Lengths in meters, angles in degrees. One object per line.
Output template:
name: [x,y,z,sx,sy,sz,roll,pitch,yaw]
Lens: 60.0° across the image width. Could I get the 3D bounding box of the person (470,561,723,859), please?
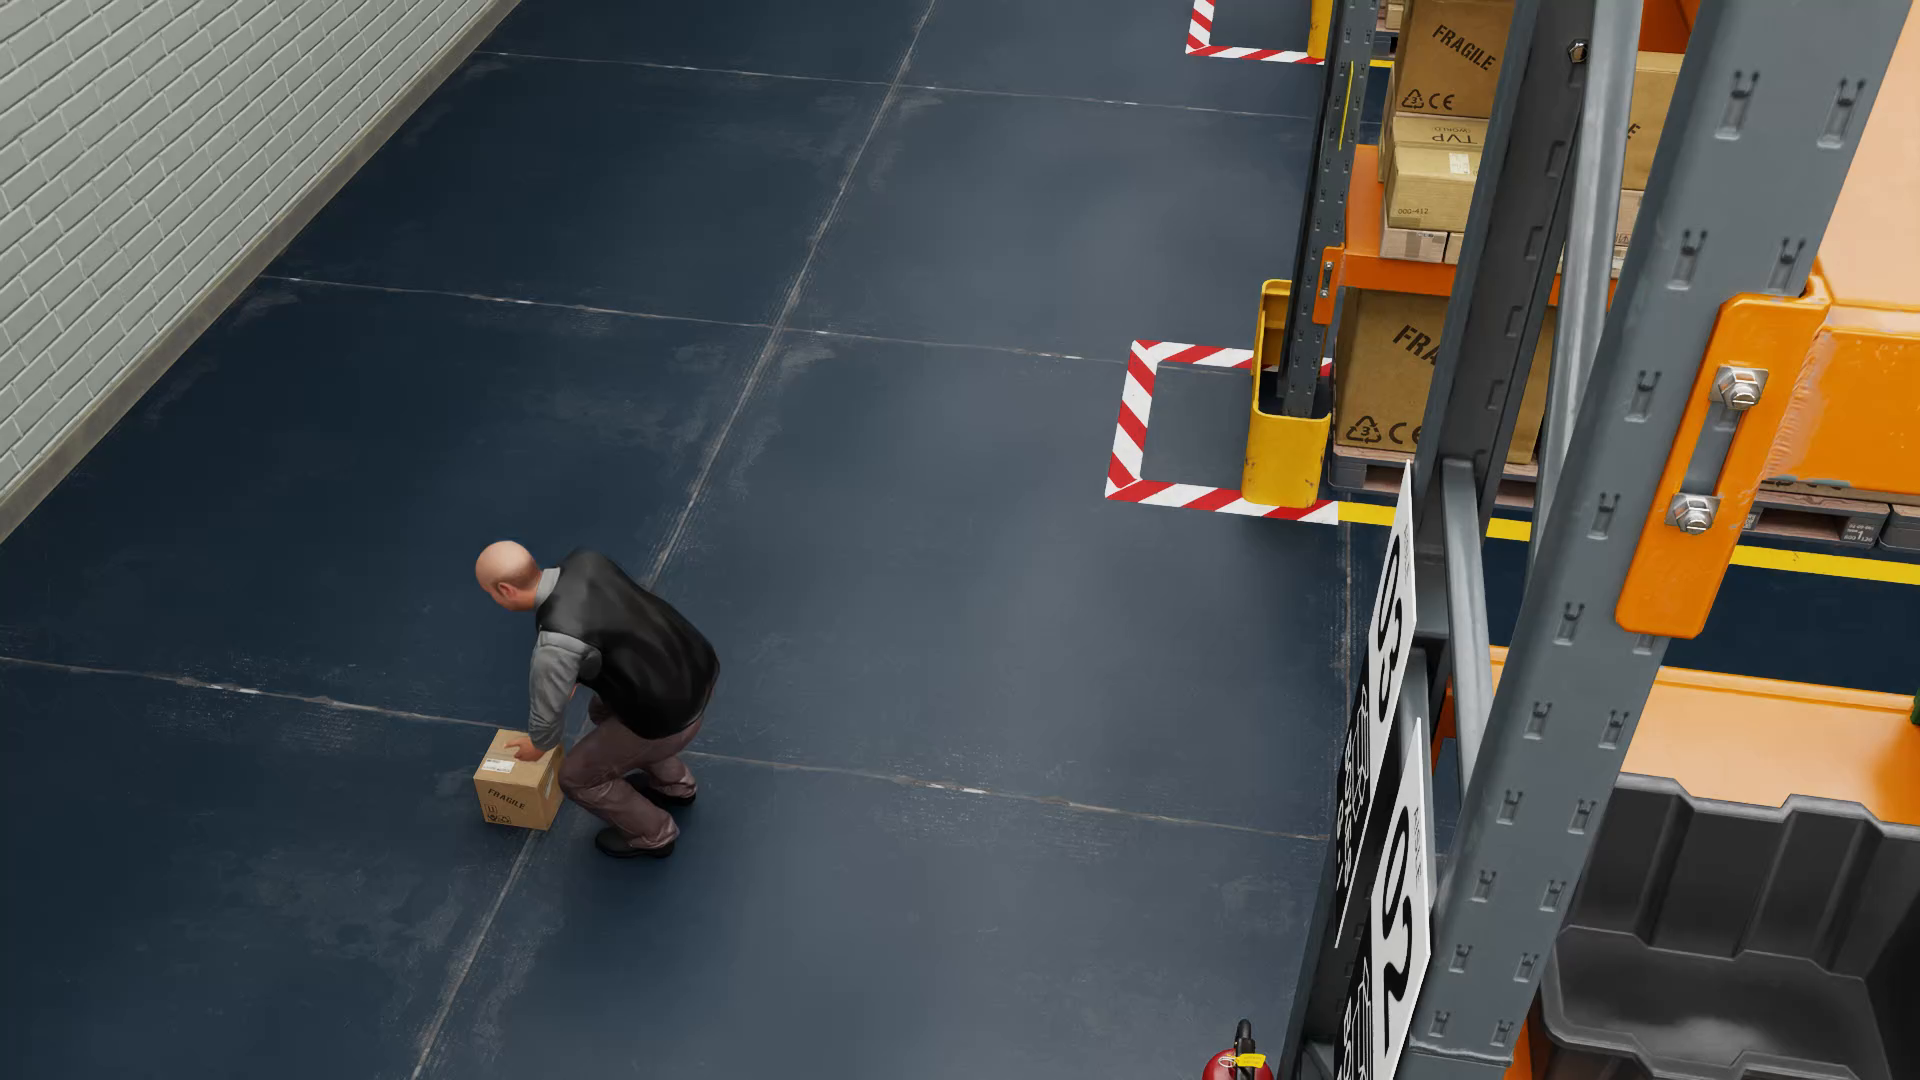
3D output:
person: [-1.240,0.595,5.838,0.784,1.255,0.585,7,41,8]
